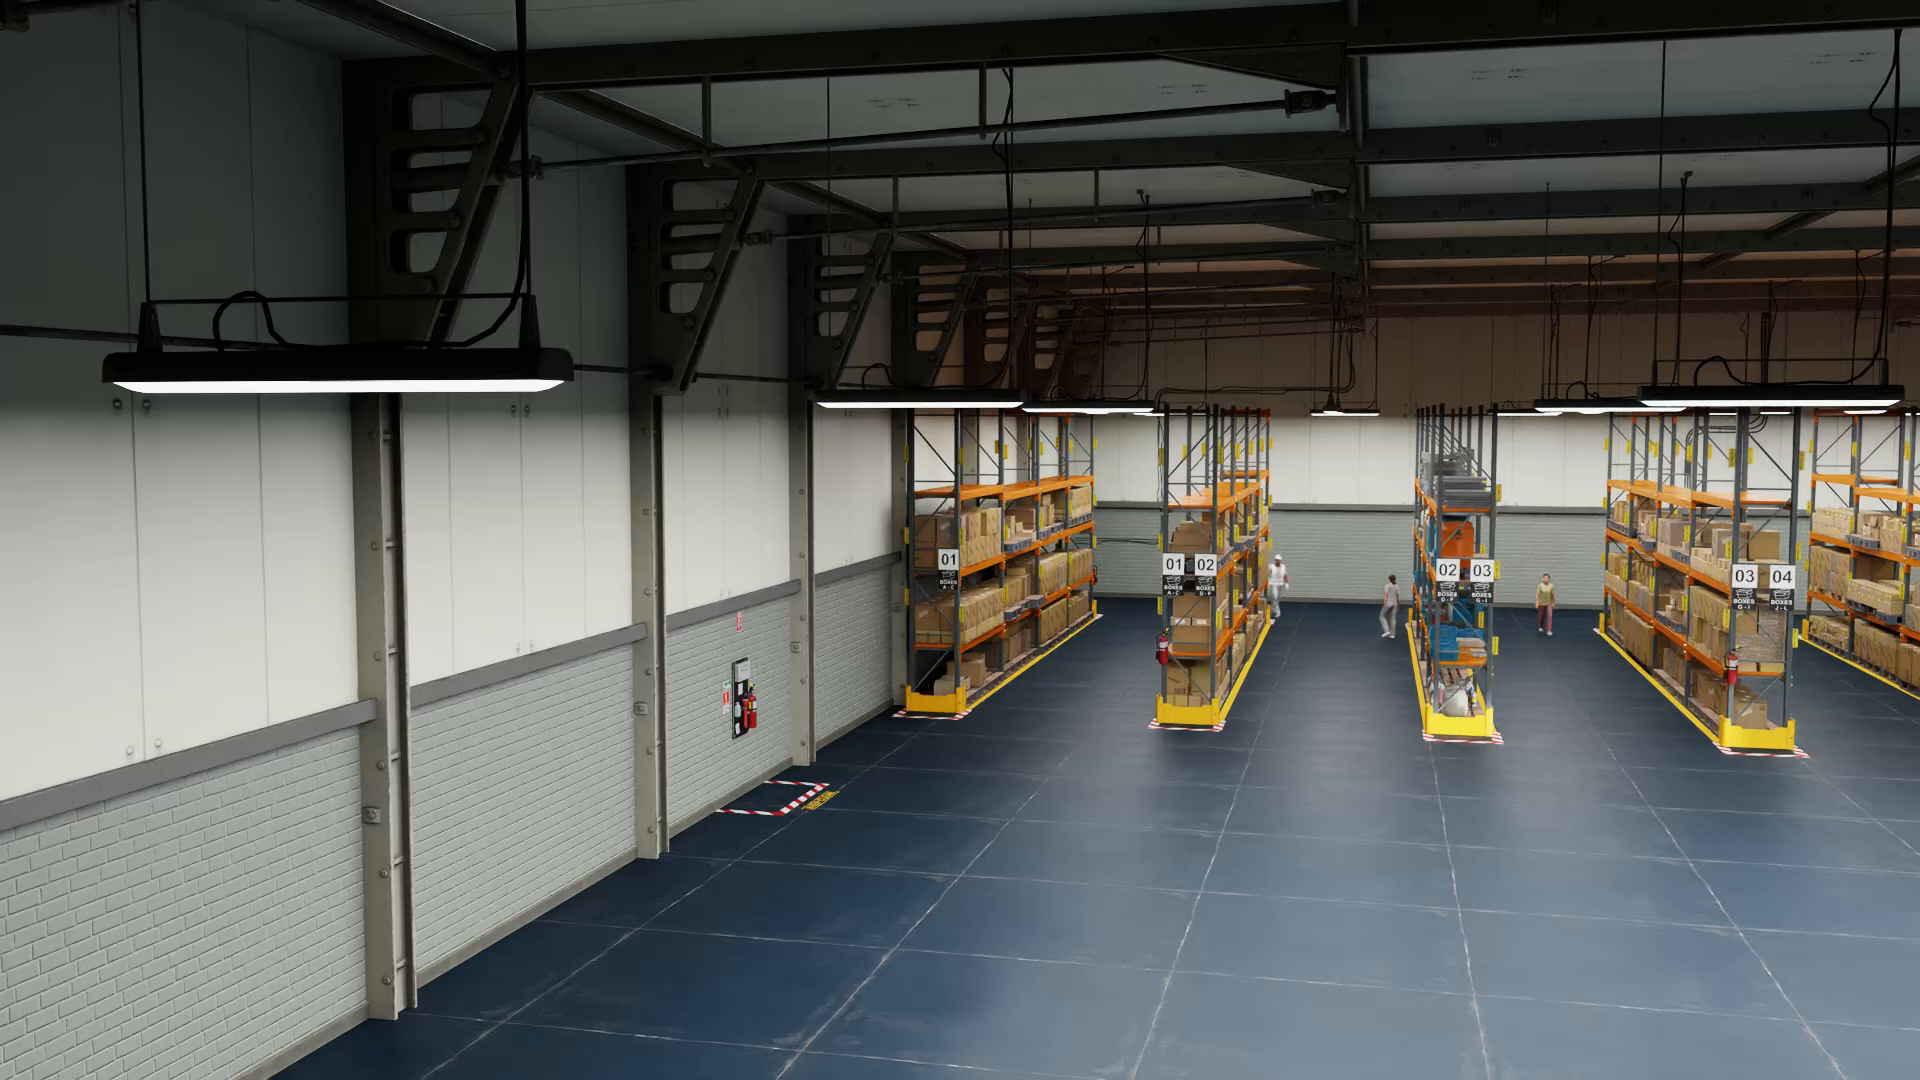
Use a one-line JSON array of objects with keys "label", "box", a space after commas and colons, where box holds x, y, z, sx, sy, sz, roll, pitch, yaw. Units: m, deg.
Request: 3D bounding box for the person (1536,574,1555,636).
[{"label": "person", "box": [15.525, 1.698, 44.073, 0.526, 1.612, 1.082, 1, 4, 11]}]

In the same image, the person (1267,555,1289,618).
[{"label": "person", "box": [9.243, 1.325, 48.393, 0.563, 1.785, 0.905, -1, 4, -18]}]

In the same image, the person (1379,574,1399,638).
[{"label": "person", "box": [11.254, 1.730, 43.467, 0.488, 1.681, 0.399, -1, 4, -18]}]
